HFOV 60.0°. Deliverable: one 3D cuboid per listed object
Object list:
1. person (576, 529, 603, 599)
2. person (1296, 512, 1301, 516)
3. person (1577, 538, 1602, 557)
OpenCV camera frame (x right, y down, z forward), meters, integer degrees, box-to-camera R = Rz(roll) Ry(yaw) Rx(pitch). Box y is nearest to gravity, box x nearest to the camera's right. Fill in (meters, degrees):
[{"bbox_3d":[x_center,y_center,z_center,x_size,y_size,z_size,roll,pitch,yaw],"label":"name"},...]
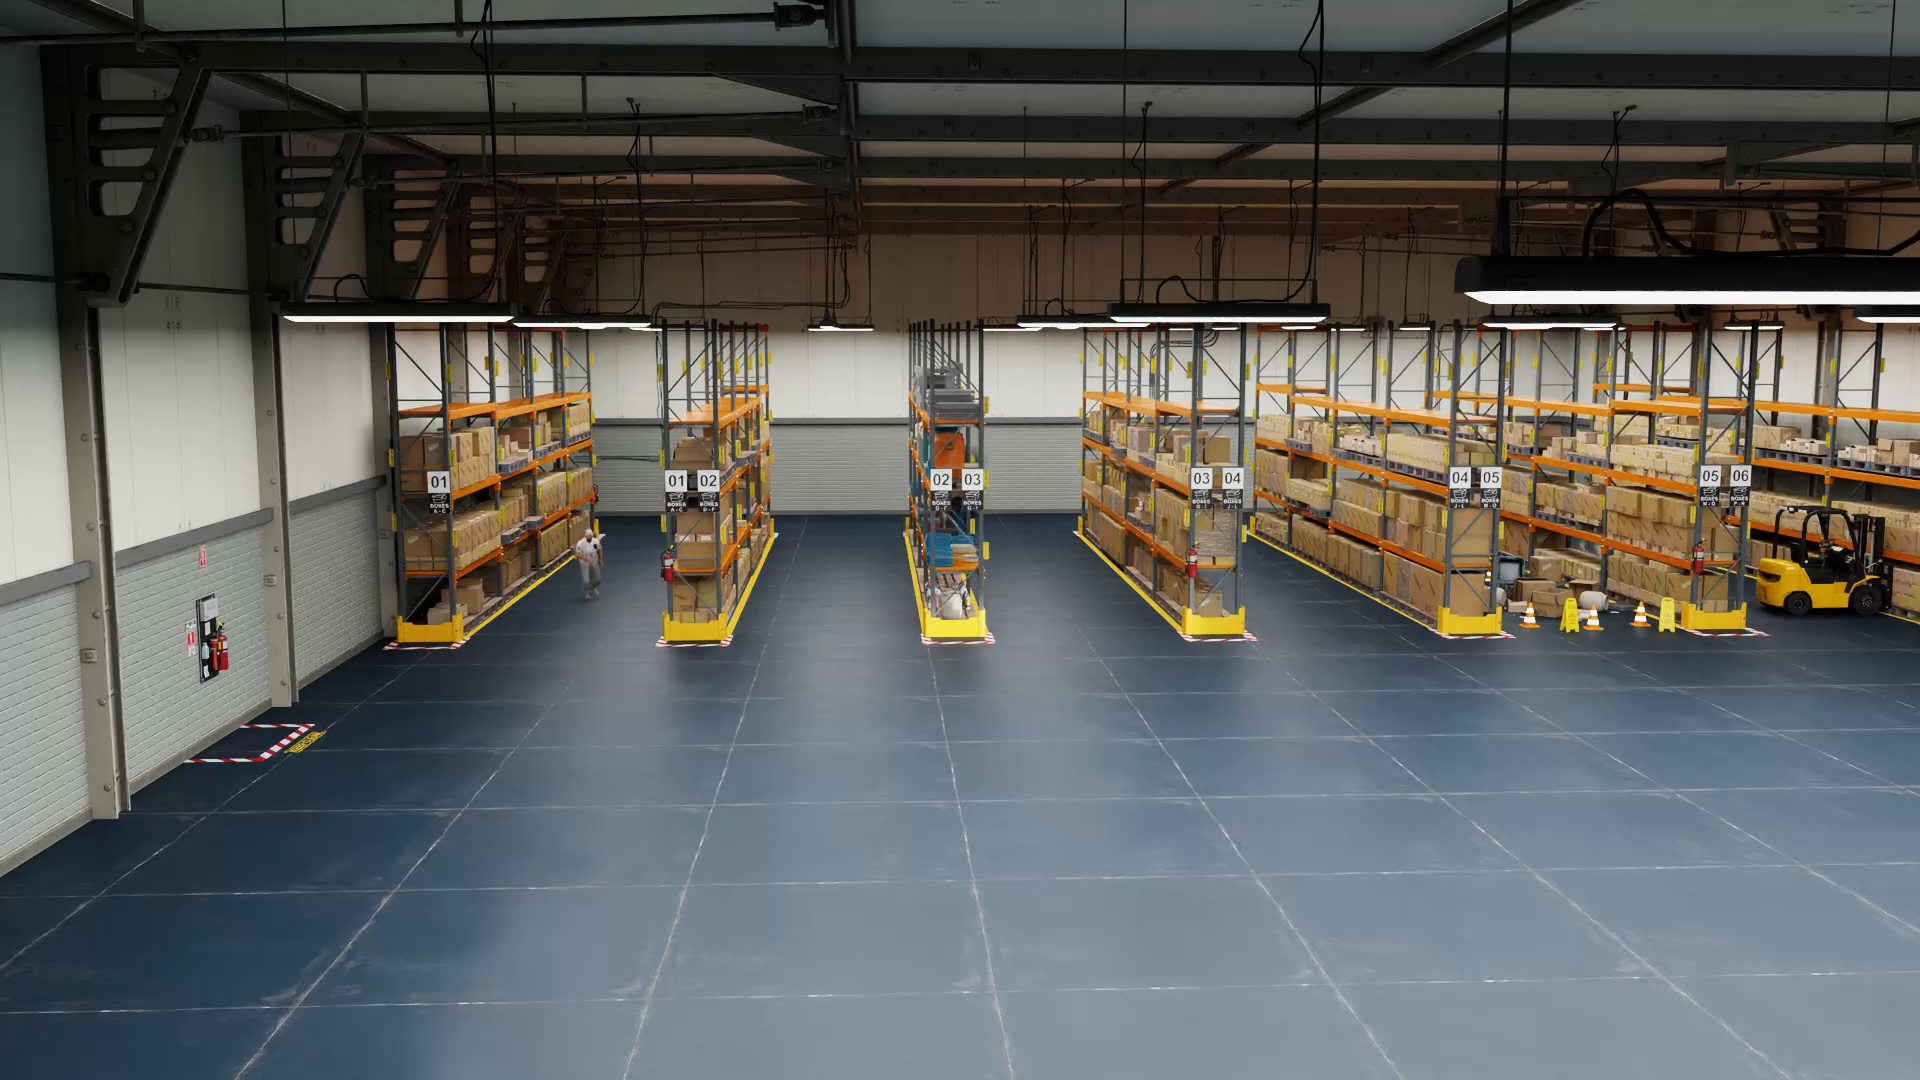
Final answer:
[{"bbox_3d":[-8.036,0.514,36.053,0.592,1.554,0.733,-4,8,-27],"label":"person"},{"bbox_3d":[10.039,-1.133,48.668,0.880,1.664,0.676,6,9,41],"label":"person"},{"bbox_3d":[15.974,-0.287,42.185,0.560,1.637,0.951,-1,7,-12],"label":"person"}]
